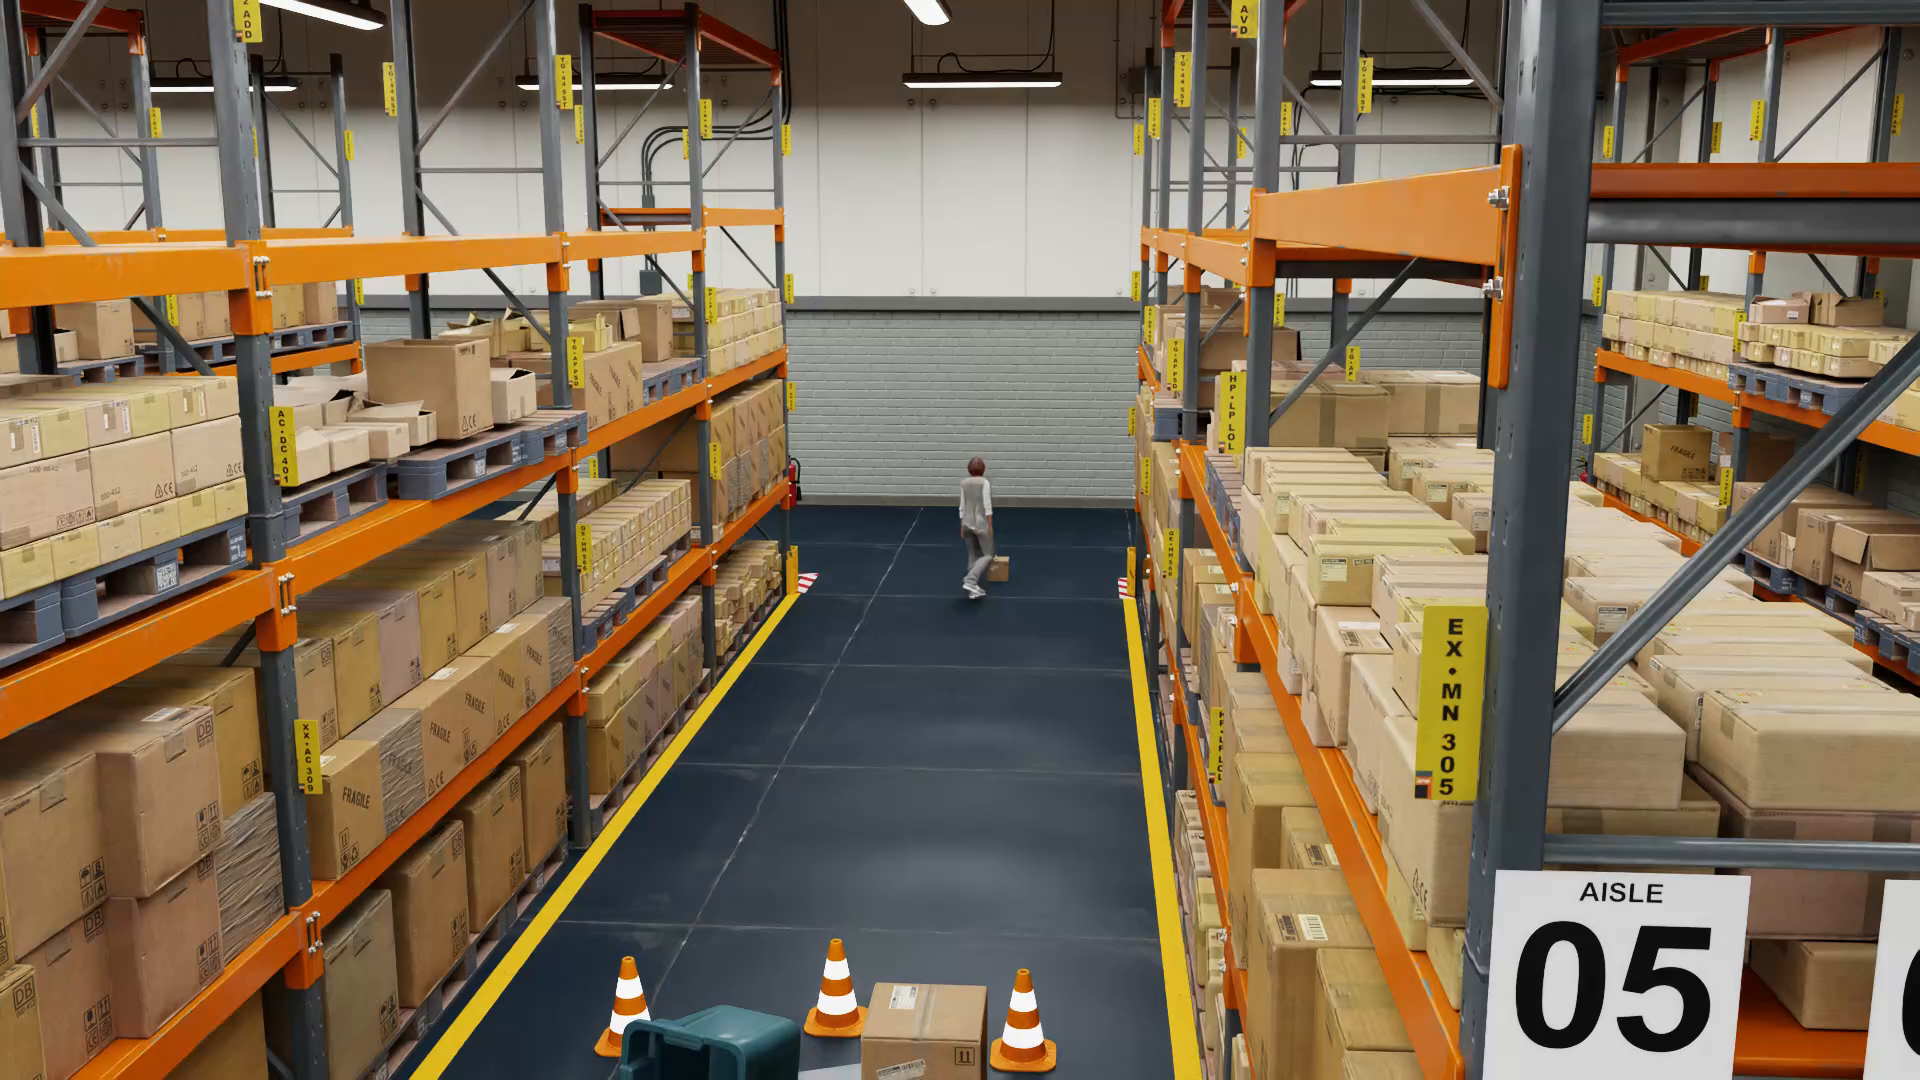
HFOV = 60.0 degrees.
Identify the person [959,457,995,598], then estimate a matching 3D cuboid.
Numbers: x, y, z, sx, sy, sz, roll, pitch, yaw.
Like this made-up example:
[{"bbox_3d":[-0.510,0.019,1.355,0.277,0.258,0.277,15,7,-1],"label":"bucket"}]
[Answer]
[{"bbox_3d":[0.147,-0.117,18.551,0.470,1.593,0.514,8,14,37],"label":"person"}]
